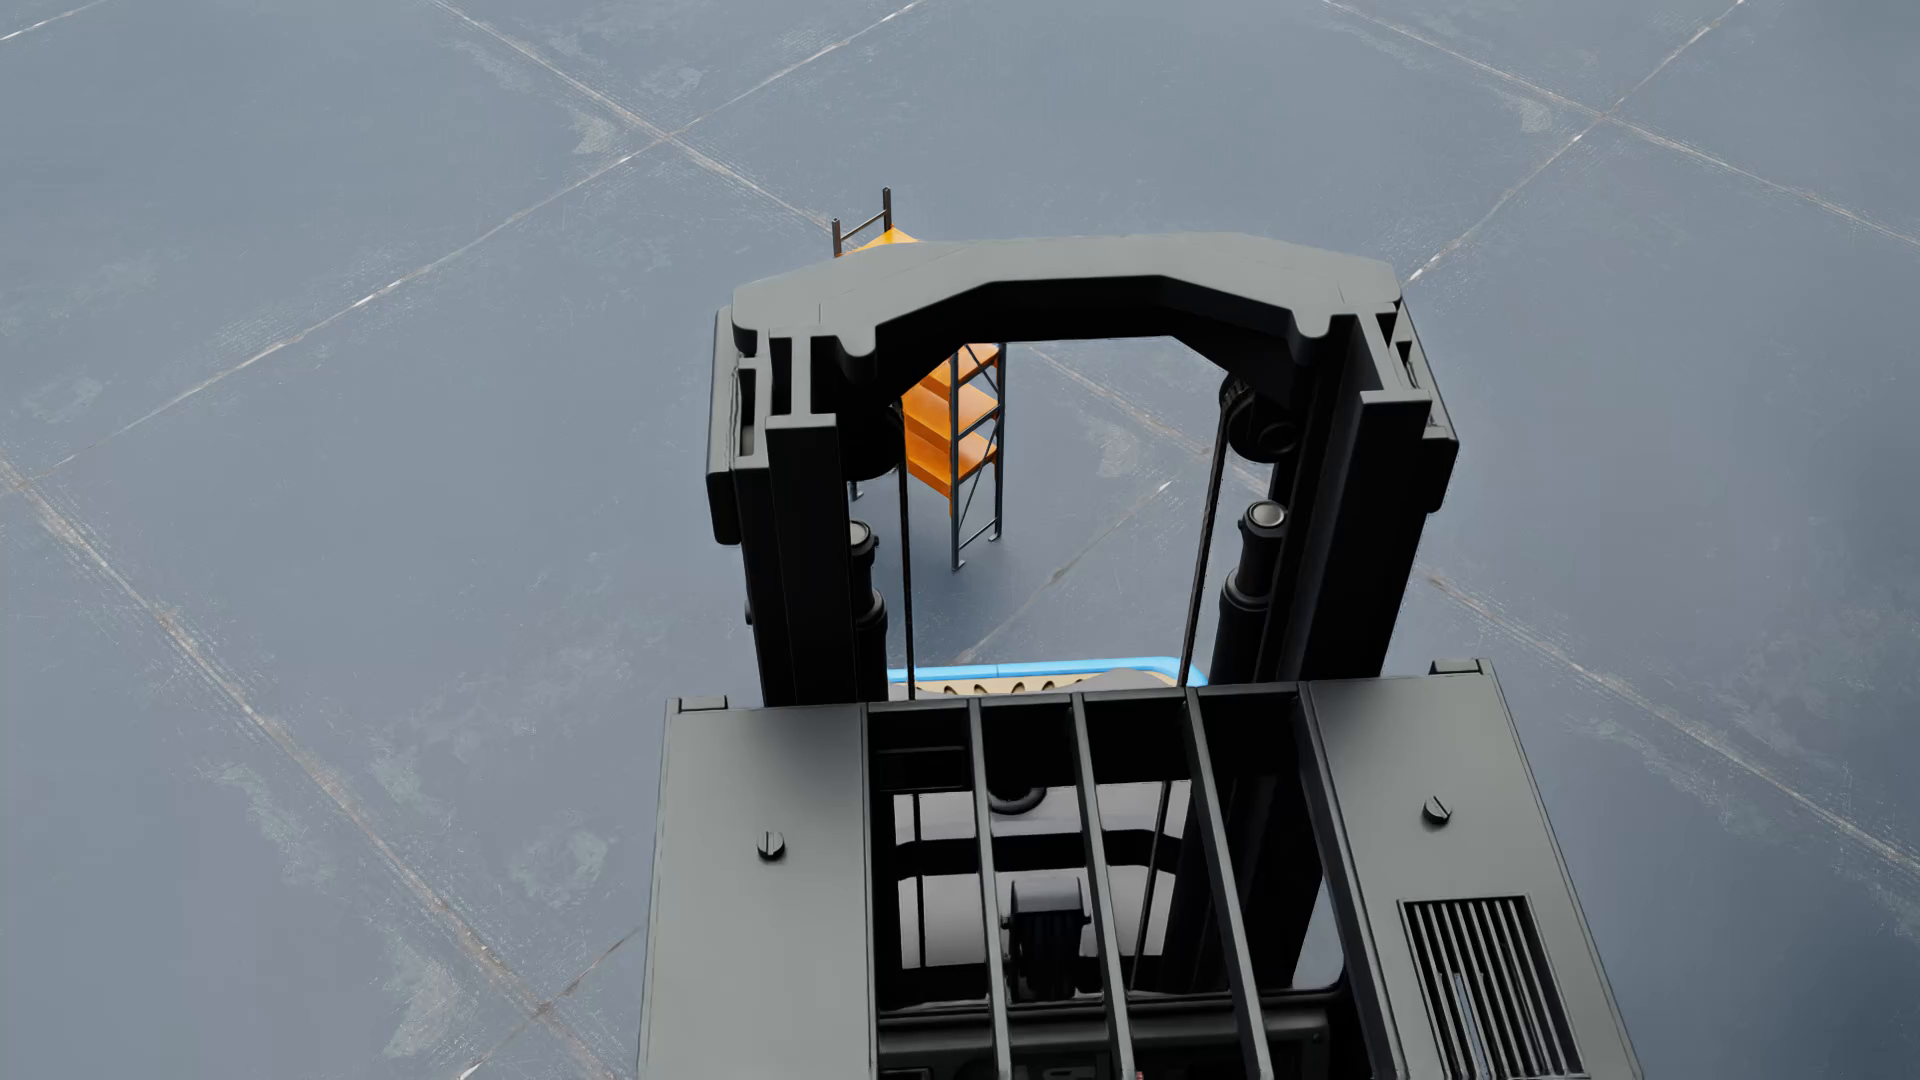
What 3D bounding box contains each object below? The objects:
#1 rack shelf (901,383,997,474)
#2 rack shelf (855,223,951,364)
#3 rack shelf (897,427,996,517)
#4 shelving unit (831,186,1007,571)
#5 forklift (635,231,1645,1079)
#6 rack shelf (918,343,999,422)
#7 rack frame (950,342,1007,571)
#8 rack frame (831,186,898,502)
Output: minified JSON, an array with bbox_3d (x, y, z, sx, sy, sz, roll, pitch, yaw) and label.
[{"bbox_3d":[-0.122,-0.446,5.438,0.480,0.148,0.258,34,55,28],"label":"rack shelf"},{"bbox_3d":[-0.122,-0.762,5.103,0.480,0.148,0.258,34,55,28],"label":"rack shelf"},{"bbox_3d":[-0.122,-0.311,5.583,0.480,0.148,0.258,34,55,28],"label":"rack shelf"},{"bbox_3d":[-0.122,-0.493,5.389,0.503,1.200,0.258,34,55,28],"label":"shelving unit"},{"bbox_3d":[0.179,1.105,2.702,1.130,2.935,3.031,-3,47,-2],"label":"forklift"},{"bbox_3d":[-0.122,-0.600,5.275,0.480,0.148,0.258,34,55,28],"label":"rack shelf"},{"bbox_3d":[0.058,-0.372,5.276,0.015,1.200,0.240,34,55,28],"label":"rack frame"},{"bbox_3d":[-0.301,-0.613,5.503,0.015,1.200,0.240,34,55,28],"label":"rack frame"}]
